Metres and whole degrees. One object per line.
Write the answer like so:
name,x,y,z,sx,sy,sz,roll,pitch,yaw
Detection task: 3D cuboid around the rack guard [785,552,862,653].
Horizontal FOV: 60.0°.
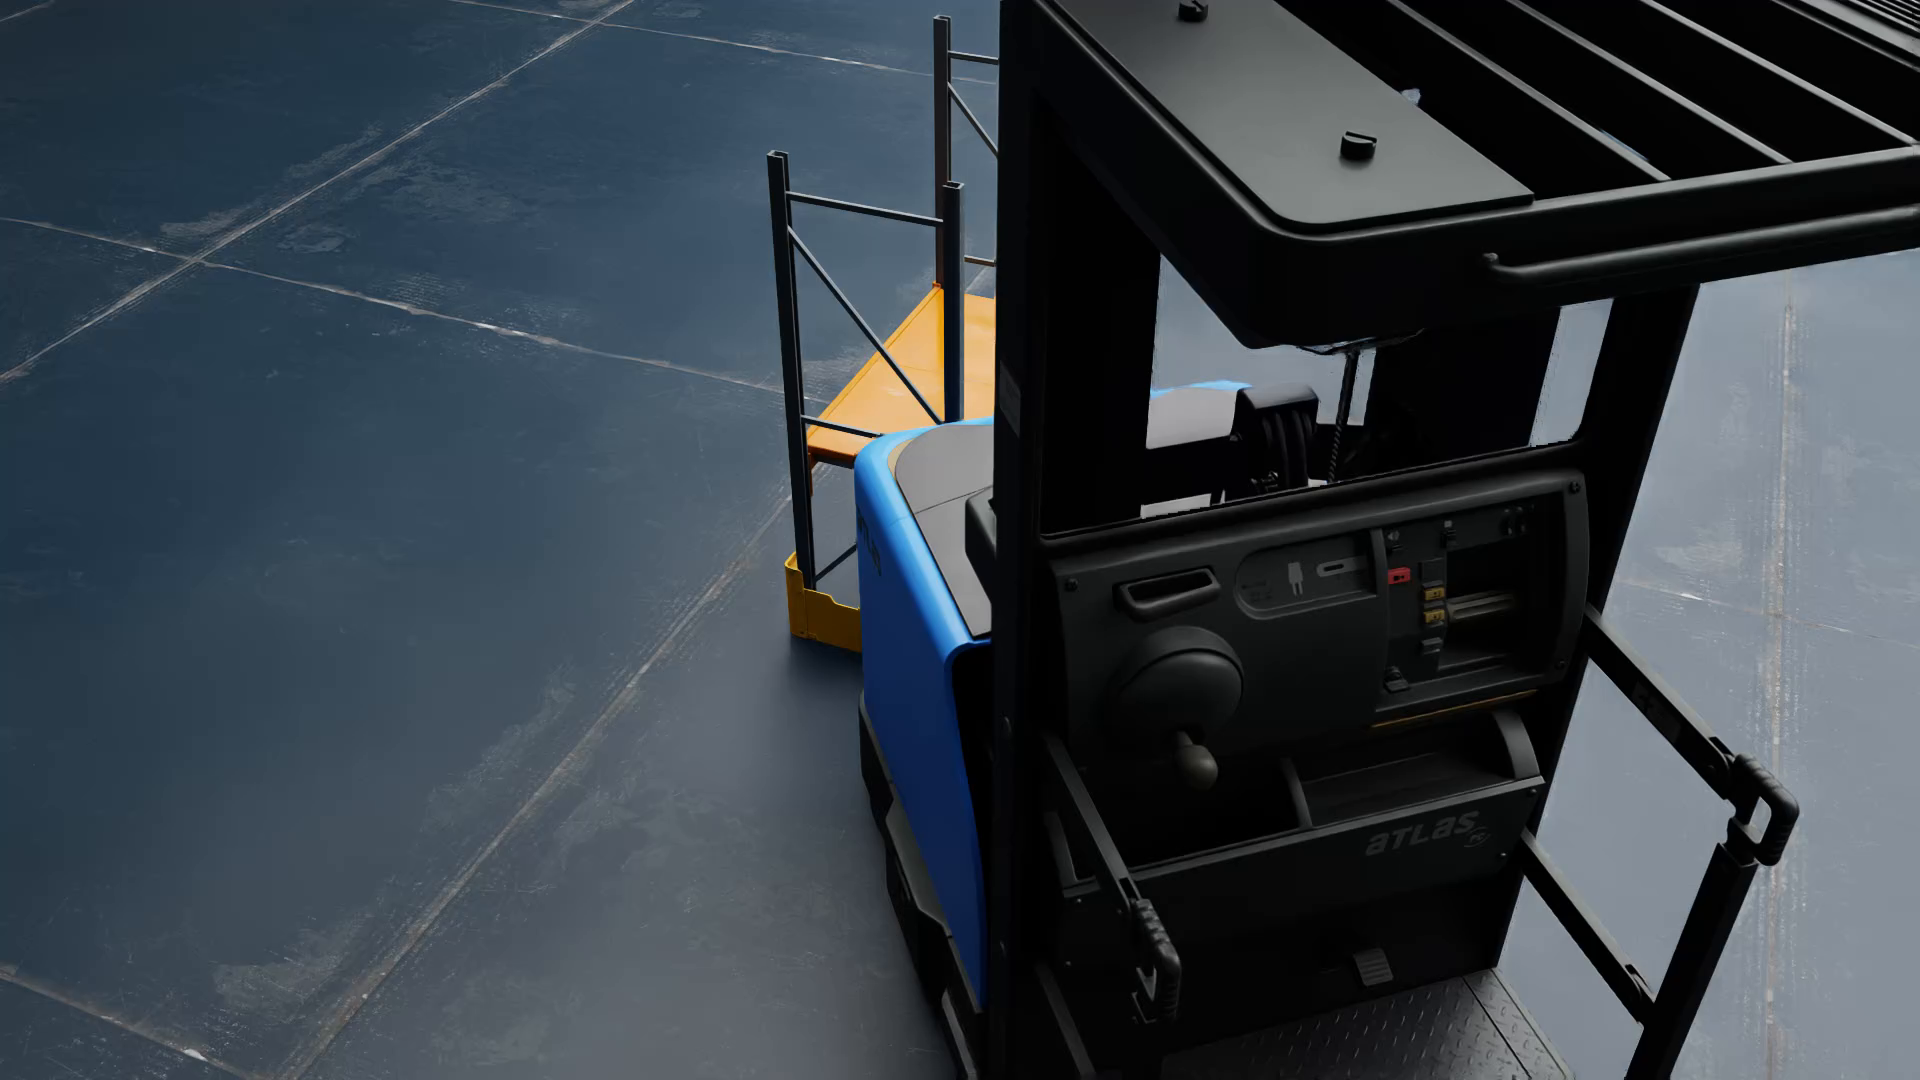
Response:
rack guard,-0.218,0.218,4.750,0.587,0.250,0.087,14,39,18

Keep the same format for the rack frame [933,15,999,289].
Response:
rack frame,0.161,-0.835,5.114,0.500,1.500,0.032,14,39,18

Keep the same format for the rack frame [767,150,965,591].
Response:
rack frame,-0.226,-0.272,4.361,0.500,1.500,0.032,14,39,18

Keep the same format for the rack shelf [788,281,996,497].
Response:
rack shelf,-0.032,-0.409,4.845,0.538,0.185,1.000,14,39,18

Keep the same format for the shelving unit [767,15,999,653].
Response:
shelving unit,-0.029,-0.559,4.745,0.587,1.500,1.083,14,39,18

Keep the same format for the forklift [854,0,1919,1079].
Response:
forklift,0.662,0.211,2.520,1.130,2.935,3.031,-10,38,-14
